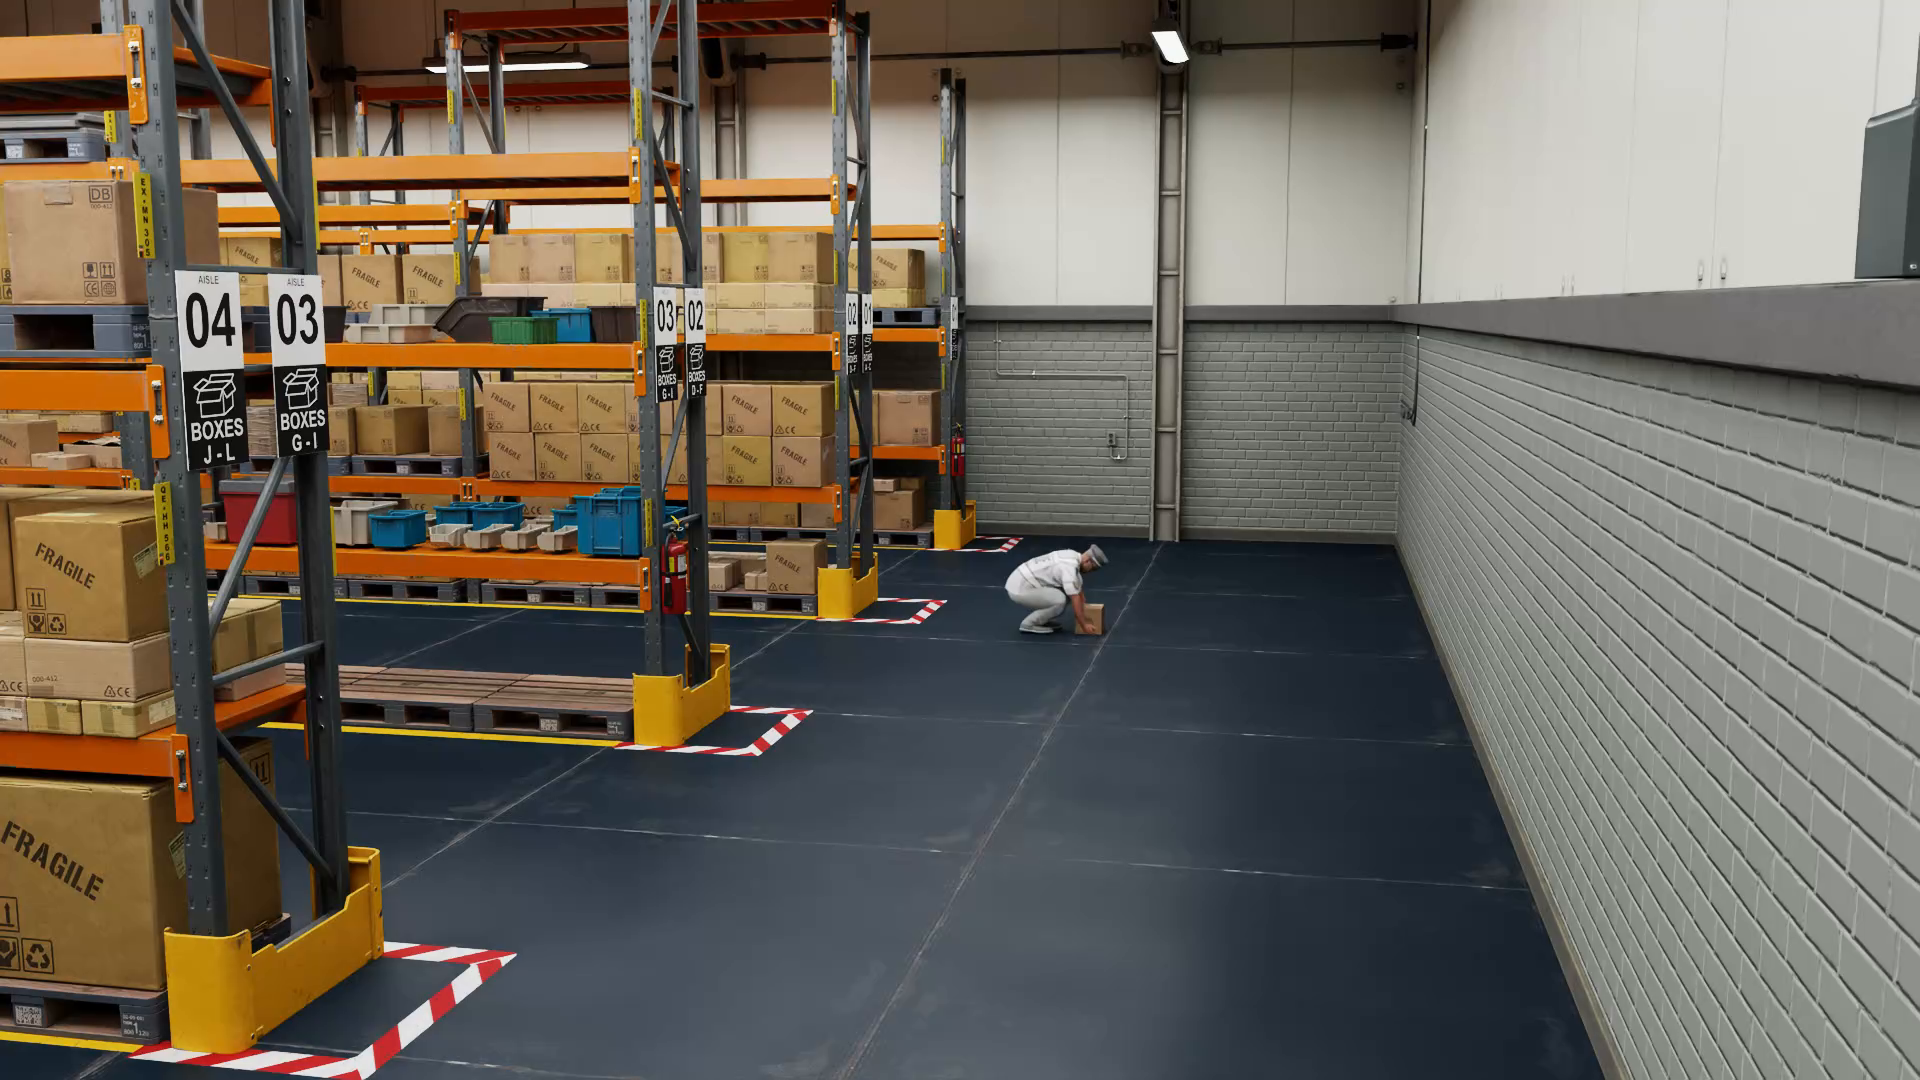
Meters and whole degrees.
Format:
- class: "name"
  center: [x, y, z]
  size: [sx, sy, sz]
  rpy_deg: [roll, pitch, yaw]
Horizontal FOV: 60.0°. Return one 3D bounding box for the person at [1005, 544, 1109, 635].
- class: "person"
  center: [0.928, 0.482, 15.846]
  size: [0.974, 0.898, 0.548]
  rpy_deg: [2, 8, 11]
